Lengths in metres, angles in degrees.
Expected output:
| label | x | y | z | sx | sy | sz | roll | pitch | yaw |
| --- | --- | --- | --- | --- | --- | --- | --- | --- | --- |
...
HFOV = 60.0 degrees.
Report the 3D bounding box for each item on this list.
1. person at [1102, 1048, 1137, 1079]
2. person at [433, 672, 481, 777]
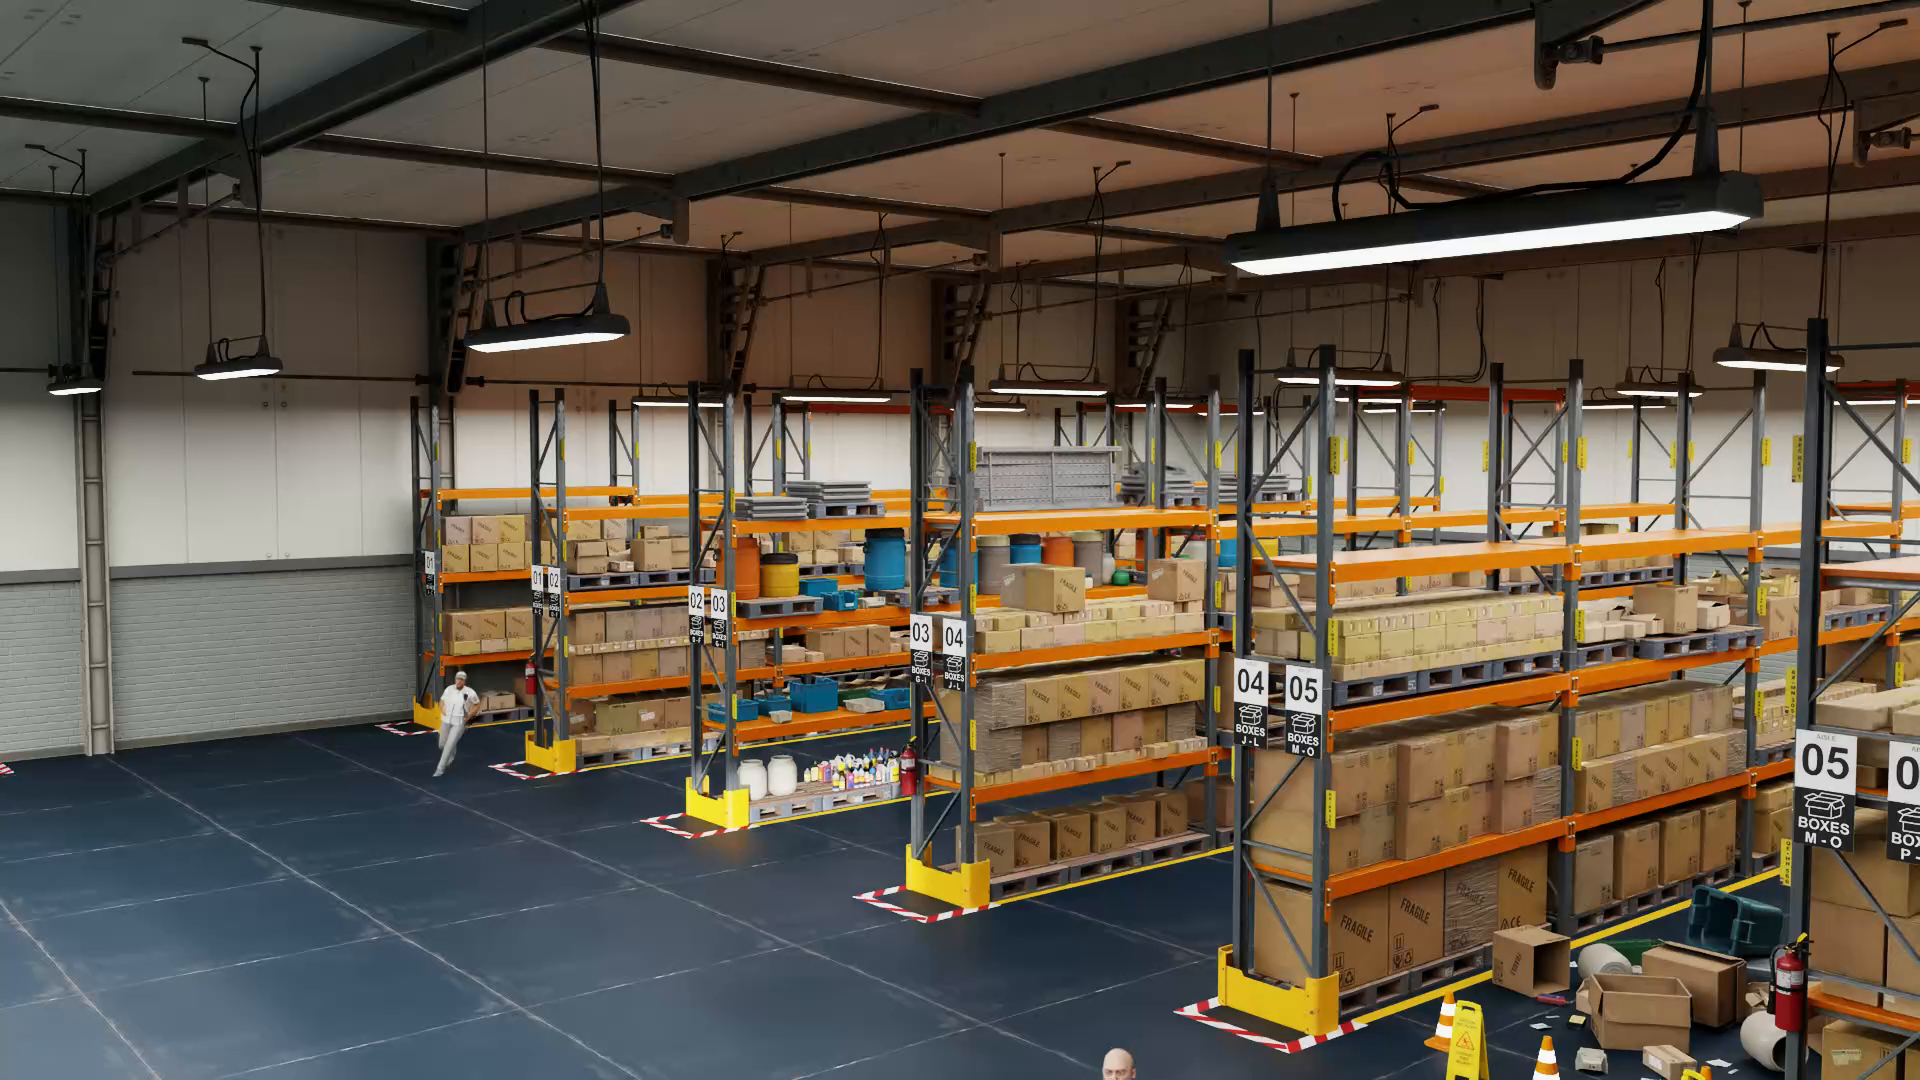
| label | x | y | z | sx | sy | sz | roll | pitch | yaw |
| --- | --- | --- | --- | --- | --- | --- | --- | --- | --- |
| person | 0.915 | 3.749 | 9.270 | 0.726 | 1.823 | 0.842 | 1 | 3 | 12 |
| person | -7.842 | 2.846 | 25.993 | 0.663 | 1.617 | 0.810 | 0 | 3 | 5 |
